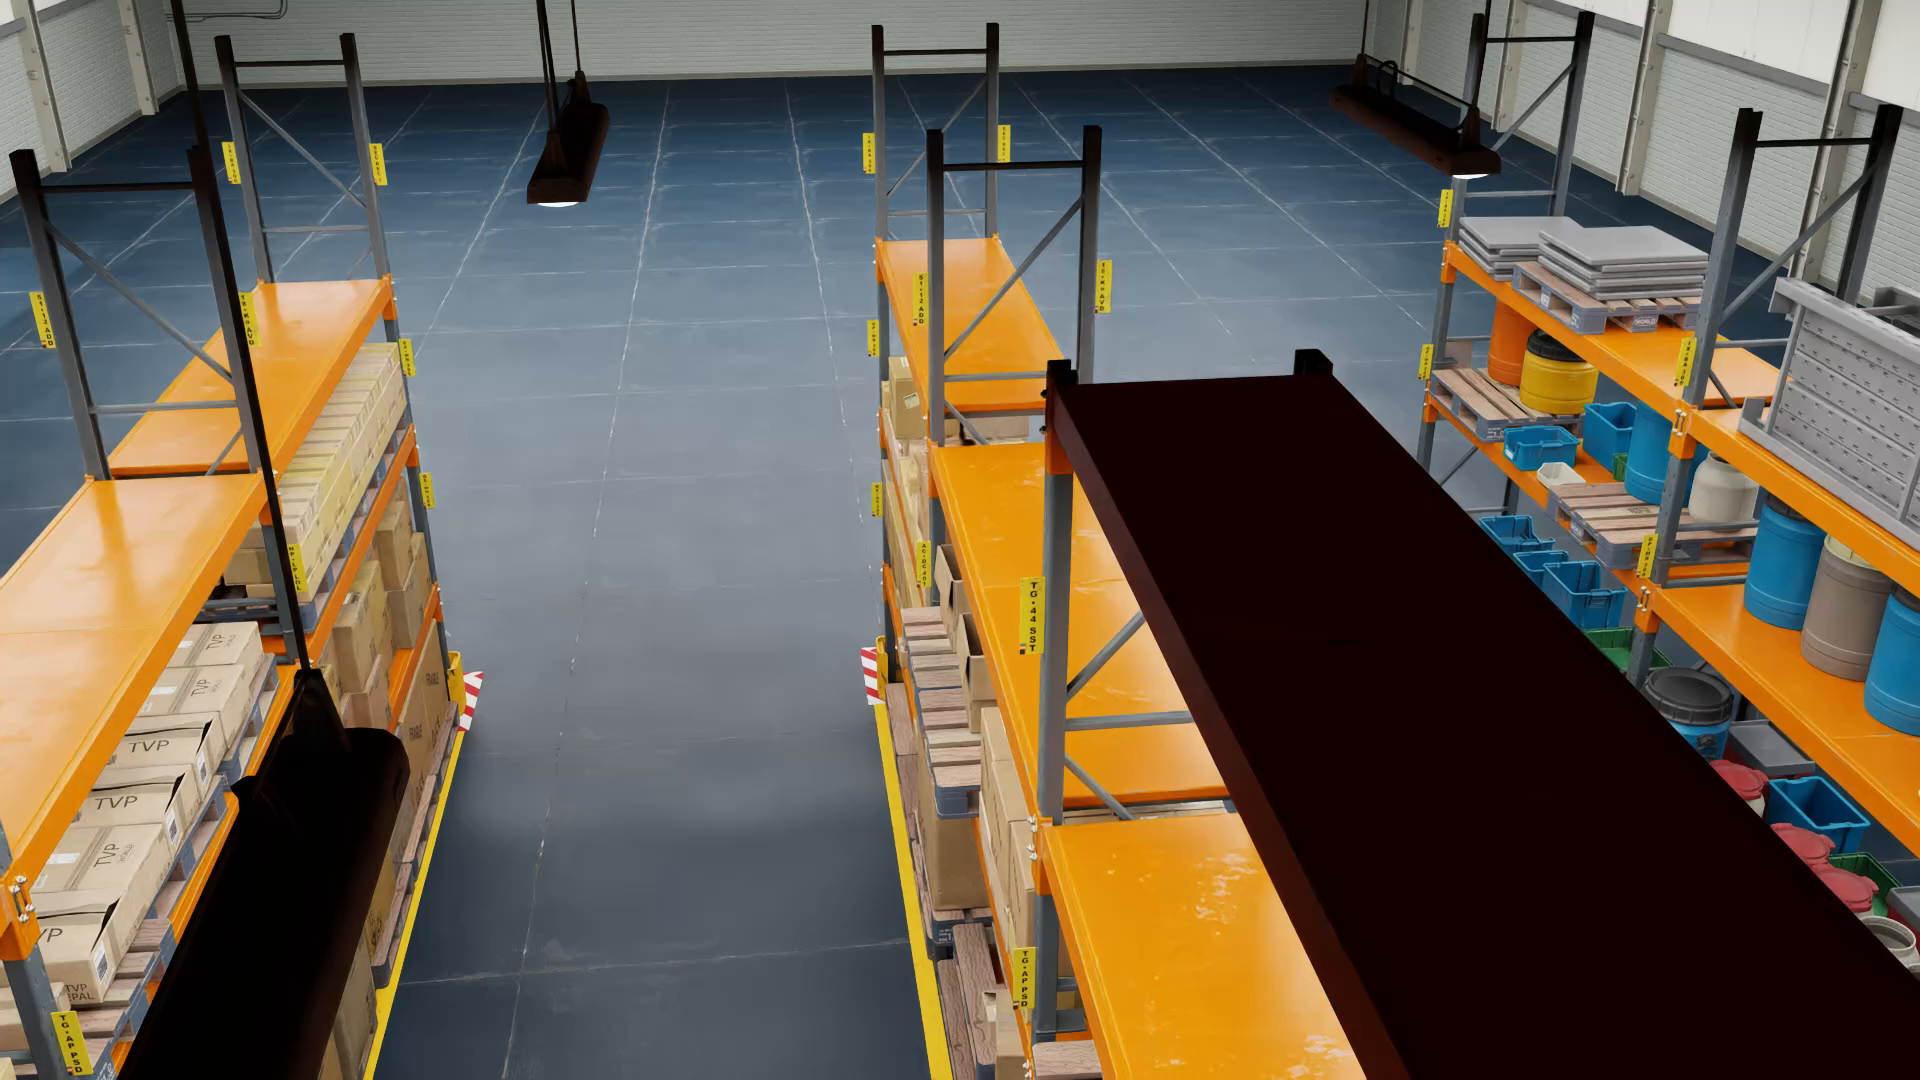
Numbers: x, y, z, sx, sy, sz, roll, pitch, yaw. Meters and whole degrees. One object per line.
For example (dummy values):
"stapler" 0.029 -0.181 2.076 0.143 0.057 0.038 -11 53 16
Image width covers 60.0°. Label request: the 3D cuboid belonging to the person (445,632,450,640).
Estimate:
"person" -5.498 0.288 15.962 0.970 1.645 0.486 -3 26 -6
